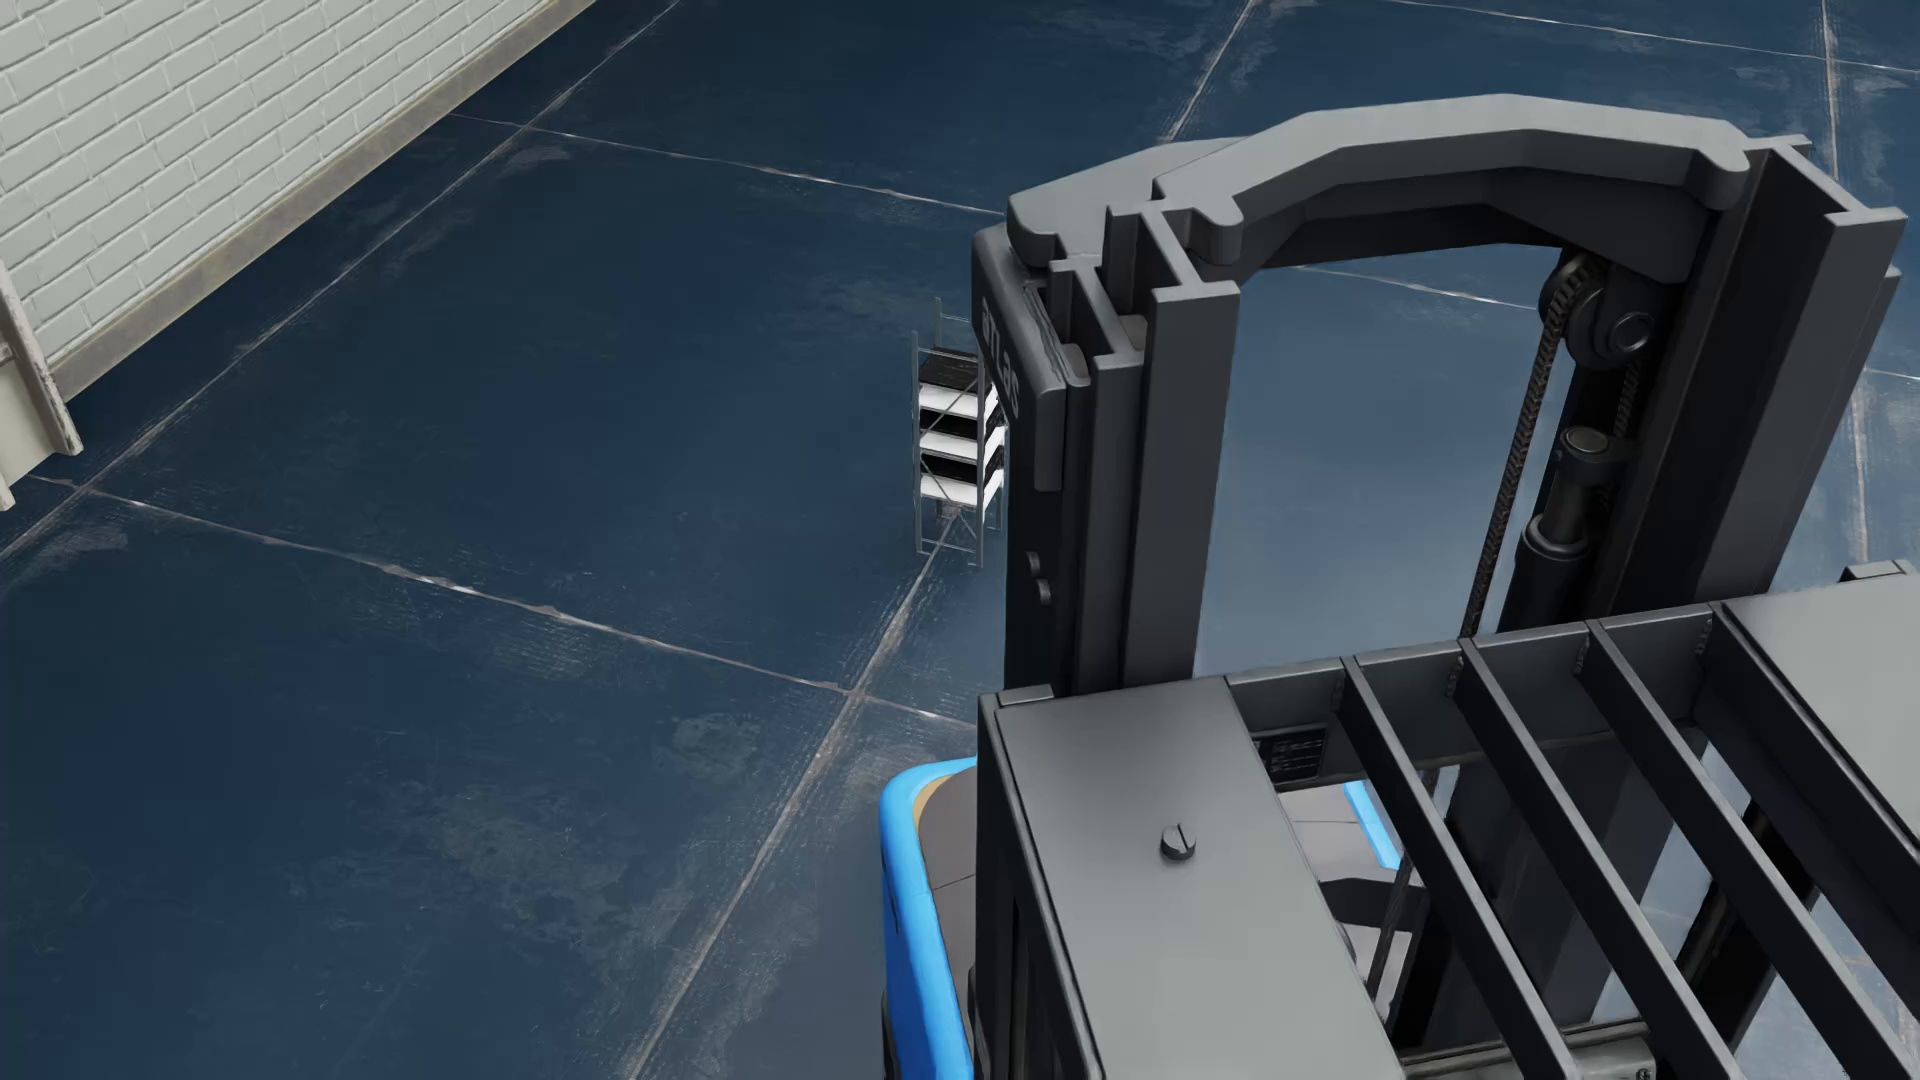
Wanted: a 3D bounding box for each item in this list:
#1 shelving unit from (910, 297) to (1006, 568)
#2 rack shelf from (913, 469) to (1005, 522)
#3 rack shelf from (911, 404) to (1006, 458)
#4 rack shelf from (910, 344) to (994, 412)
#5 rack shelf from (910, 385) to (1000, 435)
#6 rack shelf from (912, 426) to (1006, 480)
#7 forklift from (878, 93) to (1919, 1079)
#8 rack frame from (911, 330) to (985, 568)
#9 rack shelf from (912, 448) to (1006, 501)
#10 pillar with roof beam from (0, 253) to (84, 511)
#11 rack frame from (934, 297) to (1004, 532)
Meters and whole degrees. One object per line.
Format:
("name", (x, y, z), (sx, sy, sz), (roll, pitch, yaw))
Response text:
("shelving unit", (-0.003, -0.337, 5.452), (0.258, 0.900, 0.210), (13, 42, 15))
("rack shelf", (-0.003, -0.175, 5.591), (0.258, 0.077, 0.200), (13, 42, 15))
("rack shelf", (-0.003, -0.381, 5.415), (0.258, 0.077, 0.200), (13, 42, 15))
("rack shelf", (-0.003, -0.517, 5.299), (0.258, 0.077, 0.200), (13, 42, 15))
("rack shelf", (-0.003, -0.449, 5.357), (0.258, 0.077, 0.200), (13, 42, 15))
("rack shelf", (-0.003, -0.312, 5.474), (0.258, 0.077, 0.200), (13, 42, 15))
("forklift", (0.610, 1.065, 2.243), (1.130, 2.935, 3.031), (-8, 41, -9))
("rack frame", (-0.038, -0.275, 5.379), (0.240, 0.900, 0.006), (13, 42, 15))
("rack shelf", (-0.003, -0.244, 5.532), (0.258, 0.077, 0.200), (13, 42, 15))
("pillar with roof beam", (0.598, -2.723, 2.008), (9.100, 9.000, 0.400), (13, 42, 15))
("rack frame", (0.032, -0.399, 5.525), (0.240, 0.900, 0.006), (13, 42, 15))
